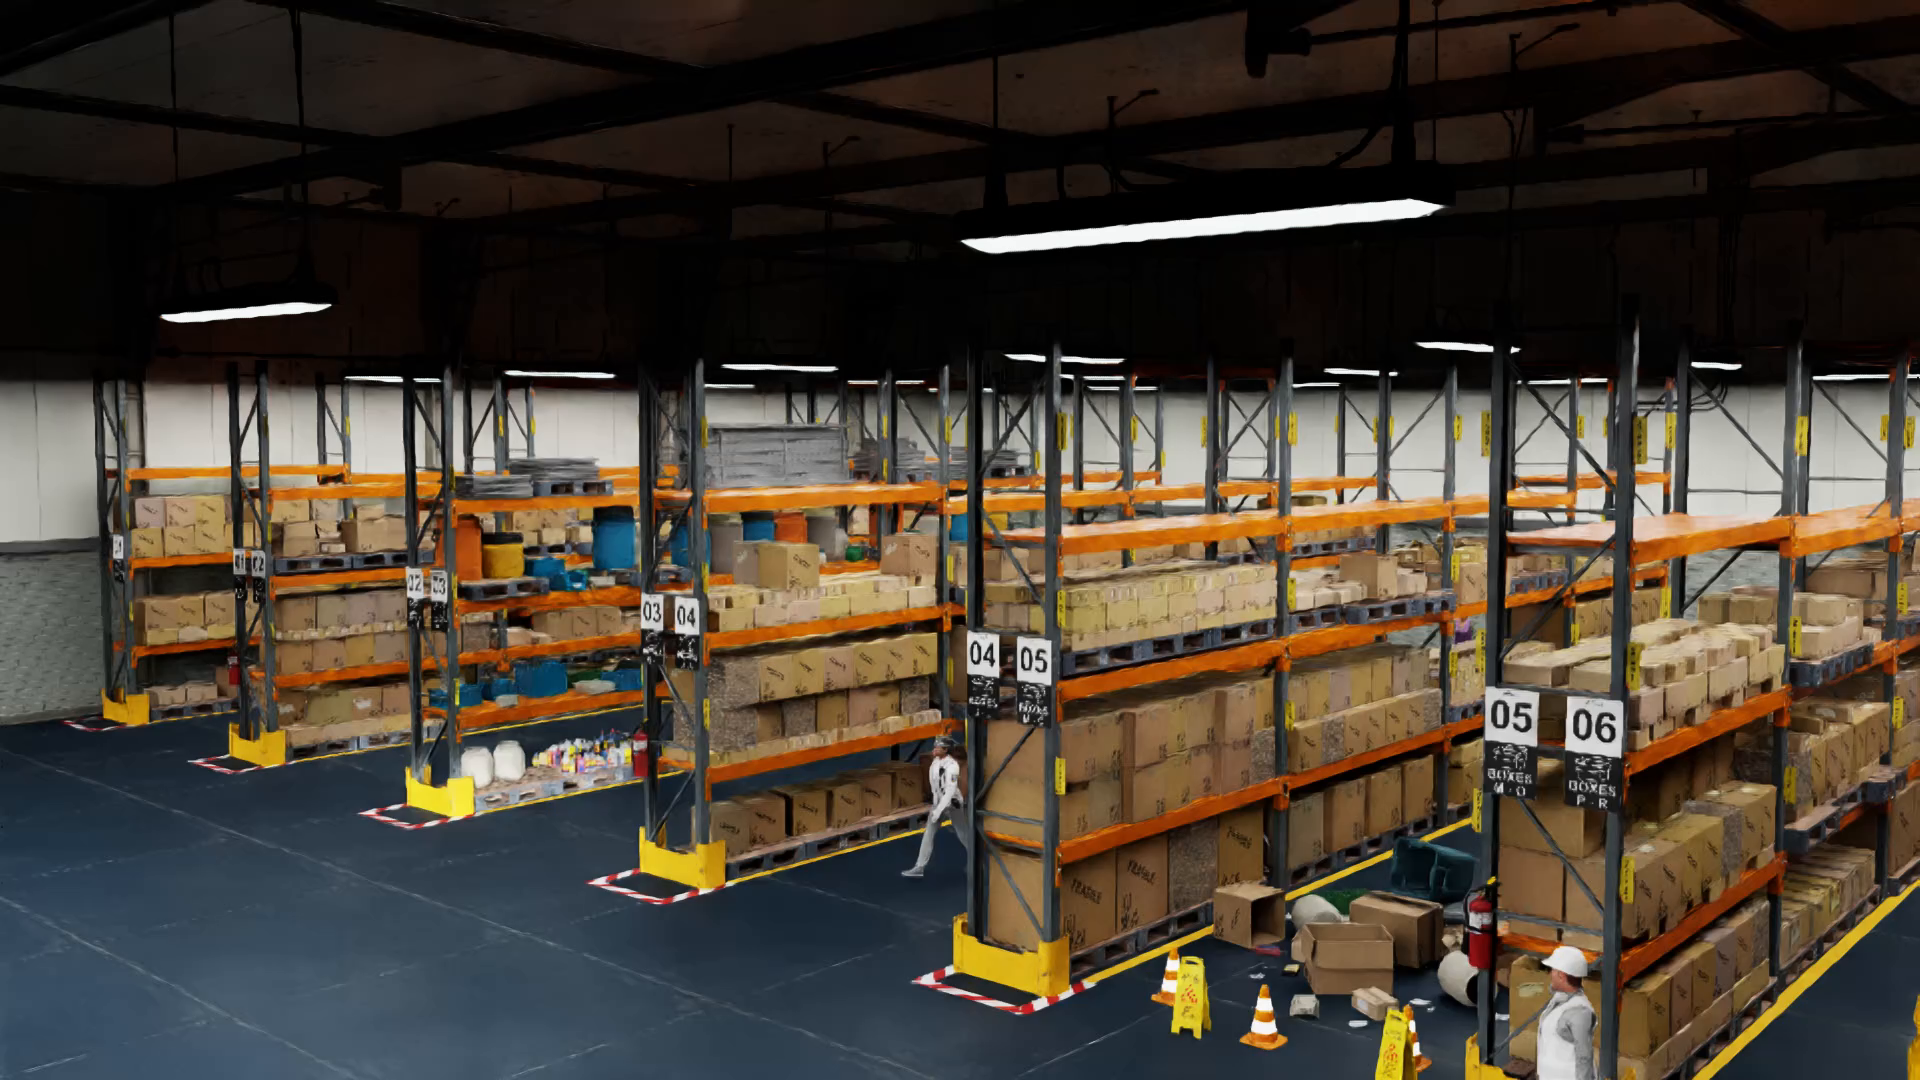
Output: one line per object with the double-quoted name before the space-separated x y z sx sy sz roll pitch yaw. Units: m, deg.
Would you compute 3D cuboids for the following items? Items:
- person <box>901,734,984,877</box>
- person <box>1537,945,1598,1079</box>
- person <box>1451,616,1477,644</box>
"person" -0.170 2.965 18.644 0.990 1.619 0.483 -3 5 -39
"person" 3.906 3.489 10.632 0.399 1.767 0.643 1 4 10
"person" 9.650 2.049 31.811 0.544 1.562 0.614 3 5 32
